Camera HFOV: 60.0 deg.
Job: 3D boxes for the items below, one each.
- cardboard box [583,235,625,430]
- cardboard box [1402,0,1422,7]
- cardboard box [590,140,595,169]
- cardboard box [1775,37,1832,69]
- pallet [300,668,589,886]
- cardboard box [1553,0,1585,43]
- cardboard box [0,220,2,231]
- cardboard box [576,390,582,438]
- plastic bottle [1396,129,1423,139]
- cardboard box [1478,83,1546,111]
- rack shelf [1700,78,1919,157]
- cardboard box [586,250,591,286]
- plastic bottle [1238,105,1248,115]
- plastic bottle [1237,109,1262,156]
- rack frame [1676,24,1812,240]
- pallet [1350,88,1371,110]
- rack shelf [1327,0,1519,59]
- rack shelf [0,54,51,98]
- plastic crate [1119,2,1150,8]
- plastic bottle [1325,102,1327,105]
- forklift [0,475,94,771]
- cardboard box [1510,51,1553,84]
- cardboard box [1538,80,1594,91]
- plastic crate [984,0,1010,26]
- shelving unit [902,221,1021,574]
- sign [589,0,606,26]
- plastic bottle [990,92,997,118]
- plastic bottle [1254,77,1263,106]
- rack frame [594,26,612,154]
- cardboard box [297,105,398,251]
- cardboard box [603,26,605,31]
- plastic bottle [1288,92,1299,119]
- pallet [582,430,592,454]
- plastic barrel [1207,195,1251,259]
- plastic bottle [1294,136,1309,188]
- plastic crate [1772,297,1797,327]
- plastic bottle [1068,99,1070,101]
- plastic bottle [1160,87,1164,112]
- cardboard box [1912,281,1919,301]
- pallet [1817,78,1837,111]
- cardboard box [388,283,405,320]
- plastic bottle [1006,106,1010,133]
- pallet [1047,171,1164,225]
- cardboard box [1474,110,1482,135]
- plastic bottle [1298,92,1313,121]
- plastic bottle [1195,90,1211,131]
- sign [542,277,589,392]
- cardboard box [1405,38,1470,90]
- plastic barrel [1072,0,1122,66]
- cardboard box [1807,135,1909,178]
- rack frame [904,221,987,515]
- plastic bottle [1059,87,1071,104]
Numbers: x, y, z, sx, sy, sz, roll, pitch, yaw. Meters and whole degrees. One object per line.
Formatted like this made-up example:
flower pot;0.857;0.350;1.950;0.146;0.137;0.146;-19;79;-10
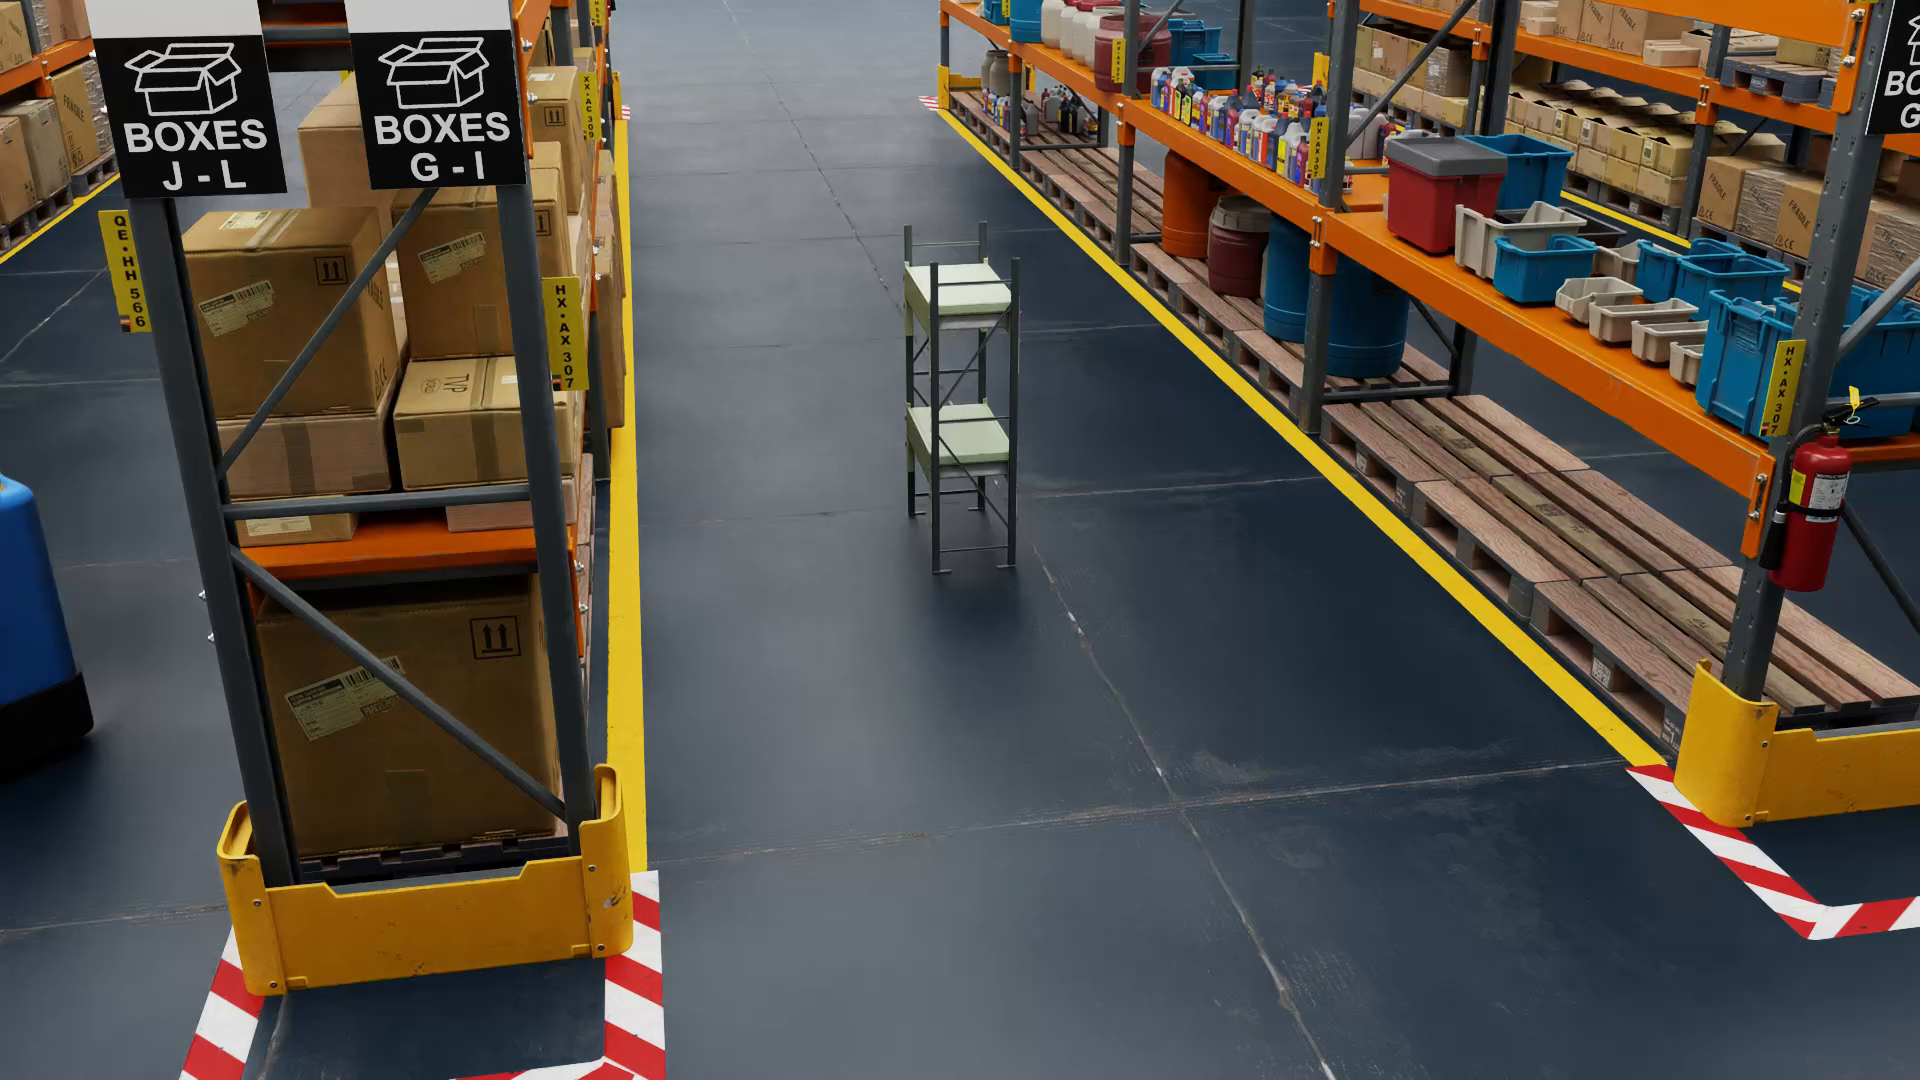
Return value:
cardboard box;-2.522;-1.142;9.247;1.225;0.875;0.875;-4;24;-10
cardboard box;5.496;-6.377;18.979;0.700;0.500;0.500;-4;24;-8
cardboard box;-2.510;-2.516;10.137;0.500;0.500;0.500;-4;24;-9
cardboard box;6.840;-3.977;12.958;0.700;0.500;0.500;-13;27;-27
pallet;-1.869;0.870;5.995;1.003;0.211;1.213;-4;24;-10
cardboard box;6.097;-5.087;16.024;0.500;0.500;0.500;-3;24;-6
cardboard box;-8.206;-2.670;12.902;1.050;0.750;0.750;-4;24;-9
cardboard box;-1.531;-0.453;5.852;0.380;0.149;0.250;-5;24;-11
plastic bottle;2.705;-2.337;10.008;0.152;0.276;0.135;-4;24;-10
cardboard box;5.705;-4.560;17.153;0.500;0.311;0.500;-4;24;-10
rack shelf;6.983;-2.862;11.953;1.077;0.370;4.000;-4;24;-10
cardboard box;-1.910;-1.260;7.701;0.380;0.149;0.250;-5;24;-11
plastic bottle;1.851;-2.698;10.842;0.097;0.271;0.097;0;24;0
plastic bottle;1.865;-2.600;10.610;0.152;0.276;0.135;-4;24;-10
rack frame;6.613;-3.978;13.611;1.000;3.000;0.127;-4;24;-10
pallet;5.316;-5.549;20.692;1.003;0.211;1.213;-4;24;-10
rack shelf;5.503;-6.008;19.158;1.077;0.370;4.000;-4;24;-10
rack shelf;-8.386;-3.376;13.131;1.077;0.370;4.000;-4;24;-10
plastic crate;1.514;-4.768;15.439;0.392;0.384;0.575;-4;24;-10
plastic bottle;2.497;-2.822;11.026;0.144;0.351;0.185;-4;24;-10
forklift;-4.832;-0.743;6.290;3.031;2.935;1.130;16;28;33
cardboard box;6.095;-5.033;18.000;0.500;0.500;0.500;-4;24;-10
cardboard box;6.230;-4.603;17.251;0.500;0.311;0.500;-4;24;-10
plastic crate;0.533;-5.533;17.357;0.499;0.251;0.616;-4;24;-10
shelving unit;-0.001;-0.690;7.956;0.431;1.500;0.755;-4;24;-10
sign;-2.579;-3.819;11.801;0.100;0.325;0.005;-4;24;-10
plastic bottle;0.376;-4.801;18.353;0.097;0.271;0.097;0;24;0
plastic bottle;2.242;-3.348;12.415;0.097;0.201;0.097;0;24;0
rack frame;-3.863;-4.820;15.538;1.000;3.000;0.127;-4;24;-10
cardboard box;-2.362;-1.478;6.766;0.500;0.500;0.500;-5;24;-11
cardboard box;-3.775;-5.206;16.736;0.380;0.149;0.250;-4;24;-10
plastic bottle;2.374;-3.065;11.769;0.097;0.201;0.097;0;24;0
pallet;-2.600;-0.693;9.573;1.003;0.211;1.213;-4;24;-10
plastic barrel;2.044;-2.259;12.257;0.421;0.512;0.421;0;24;0
plastic bottle;2.006;-2.205;9.696;0.061;0.283;0.133;-4;24;-10
plastic crate;3.380;-0.797;6.462;0.416;0.233;0.300;-4;24;-10
plastic bottle;1.164;-4.615;17.928;0.097;0.271;0.097;0;24;0
plastic bottle;1.519;-3.242;12.173;0.097;0.201;0.097;0;24;0
cardboard box;6.896;-1.829;11.263;0.500;0.500;0.500;-4;24;-10
pallet;6.977;-3.125;11.898;1.003;0.211;1.213;-4;24;-10
cardboard box;-2.182;-0.738;6.008;0.500;0.250;0.500;-5;24;-12
plastic bottle;0.567;-4.481;17.523;0.144;0.351;0.185;-6;24;-12
pallet;1.417;-3.121;15.133;1.003;0.211;1.213;-4;24;-10
cardboard box;5.704;-4.307;17.274;0.500;0.250;0.500;-5;24;-11
plastic bottle;2.342;-2.899;11.286;0.061;0.283;0.133;-4;24;-10
plastic bottle;1.672;-2.949;11.414;0.097;0.271;0.097;0;24;0
sign;-1.098;-0.571;4.630;0.100;0.325;0.005;-4;24;-10
cardboard box;5.395;-5.388;18.812;0.500;0.500;0.500;-4;24;-10
plastic barrel;1.182;-4.397;14.401;0.433;0.535;0.433;0;24;0
cardboard box;7.031;-3.005;13.020;0.500;0.250;0.500;-3;24;-8
rack frame;-0.069;-0.834;8.285;0.400;1.500;0.023;-4;24;-10
plastic bottle;1.150;-4.764;18.169;0.144;0.351;0.185;-4;24;-10
